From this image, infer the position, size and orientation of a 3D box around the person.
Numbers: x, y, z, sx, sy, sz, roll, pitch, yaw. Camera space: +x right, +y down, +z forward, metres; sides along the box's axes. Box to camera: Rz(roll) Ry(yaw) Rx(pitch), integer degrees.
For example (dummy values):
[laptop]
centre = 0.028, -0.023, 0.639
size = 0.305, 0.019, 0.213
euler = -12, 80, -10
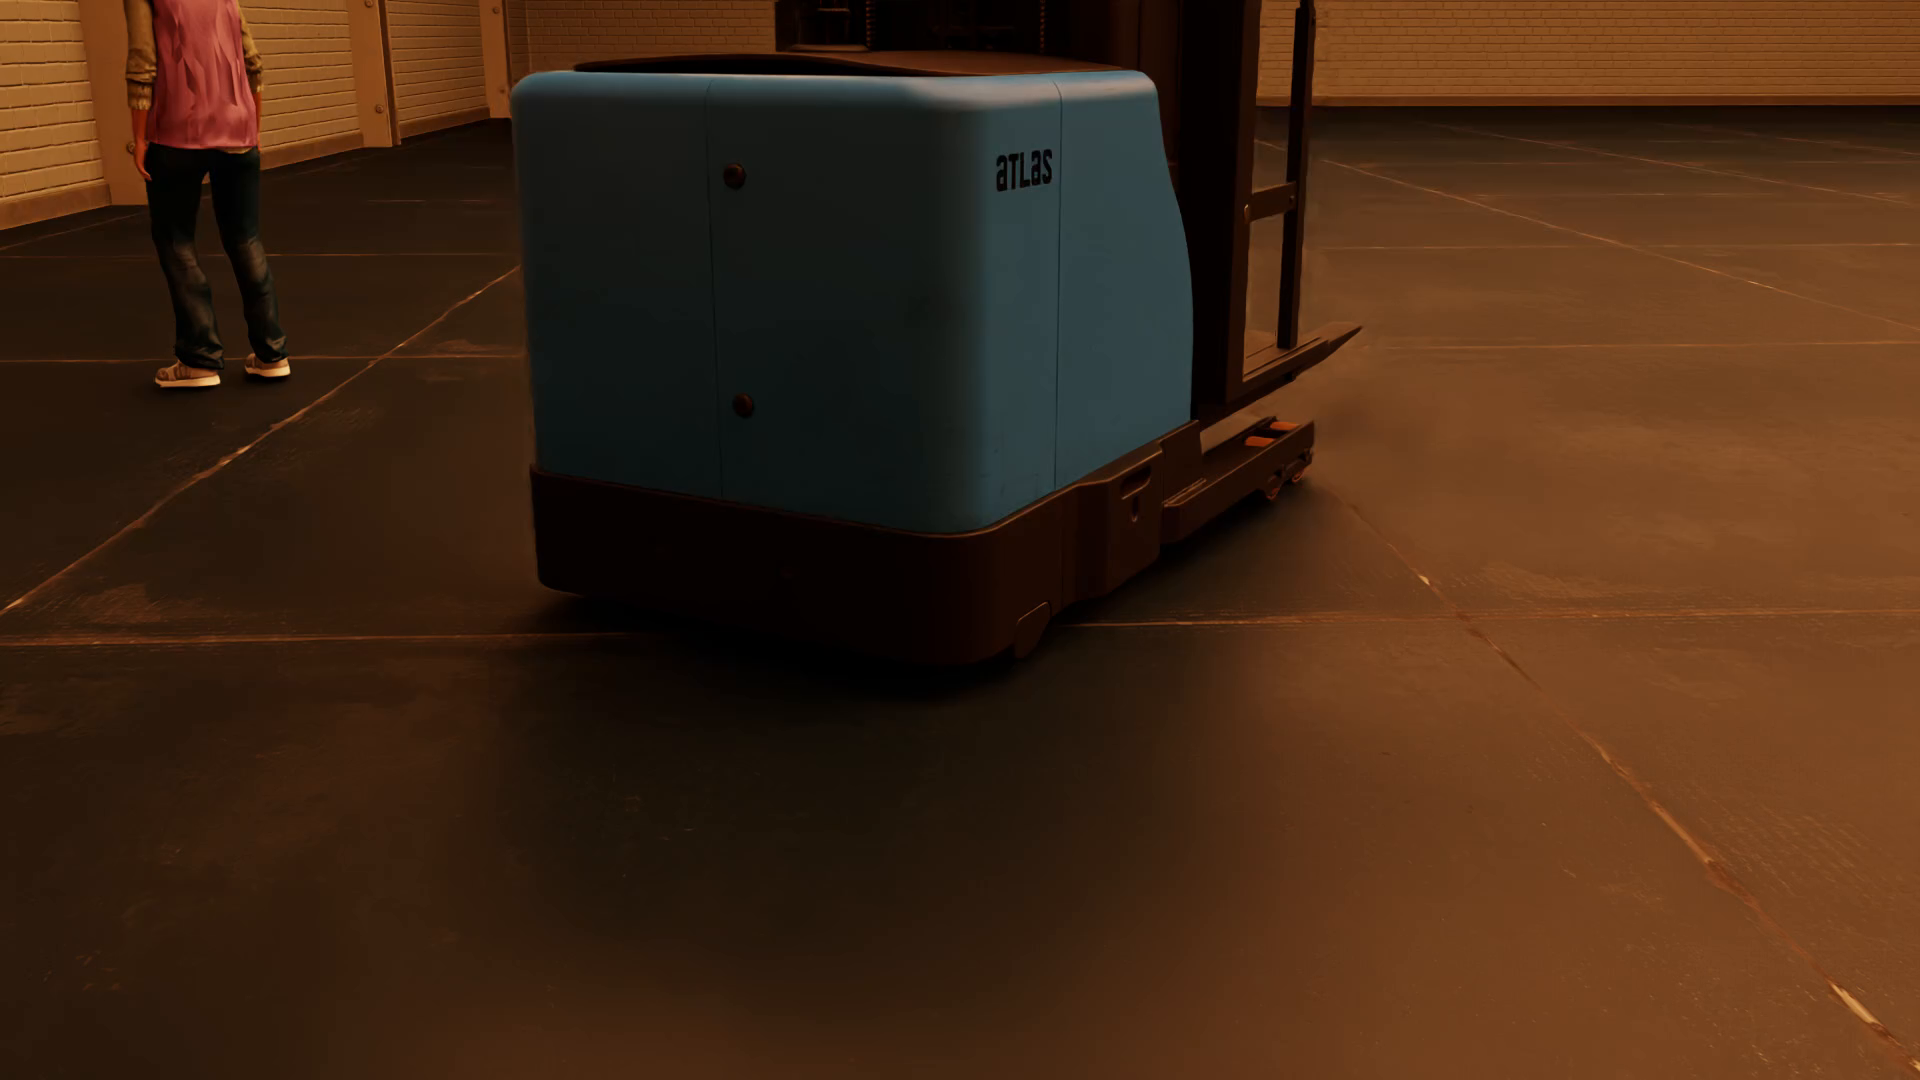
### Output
[person]
centre = -2.493, -1.295, 5.442
size = 0.357, 1.596, 0.464
euler = 12, 21, 35

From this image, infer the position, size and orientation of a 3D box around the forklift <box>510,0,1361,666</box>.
[forklift]
centre = 0.289, -1.560, 4.006
size = 1.130, 2.935, 3.031
euler = 9, 19, 28
